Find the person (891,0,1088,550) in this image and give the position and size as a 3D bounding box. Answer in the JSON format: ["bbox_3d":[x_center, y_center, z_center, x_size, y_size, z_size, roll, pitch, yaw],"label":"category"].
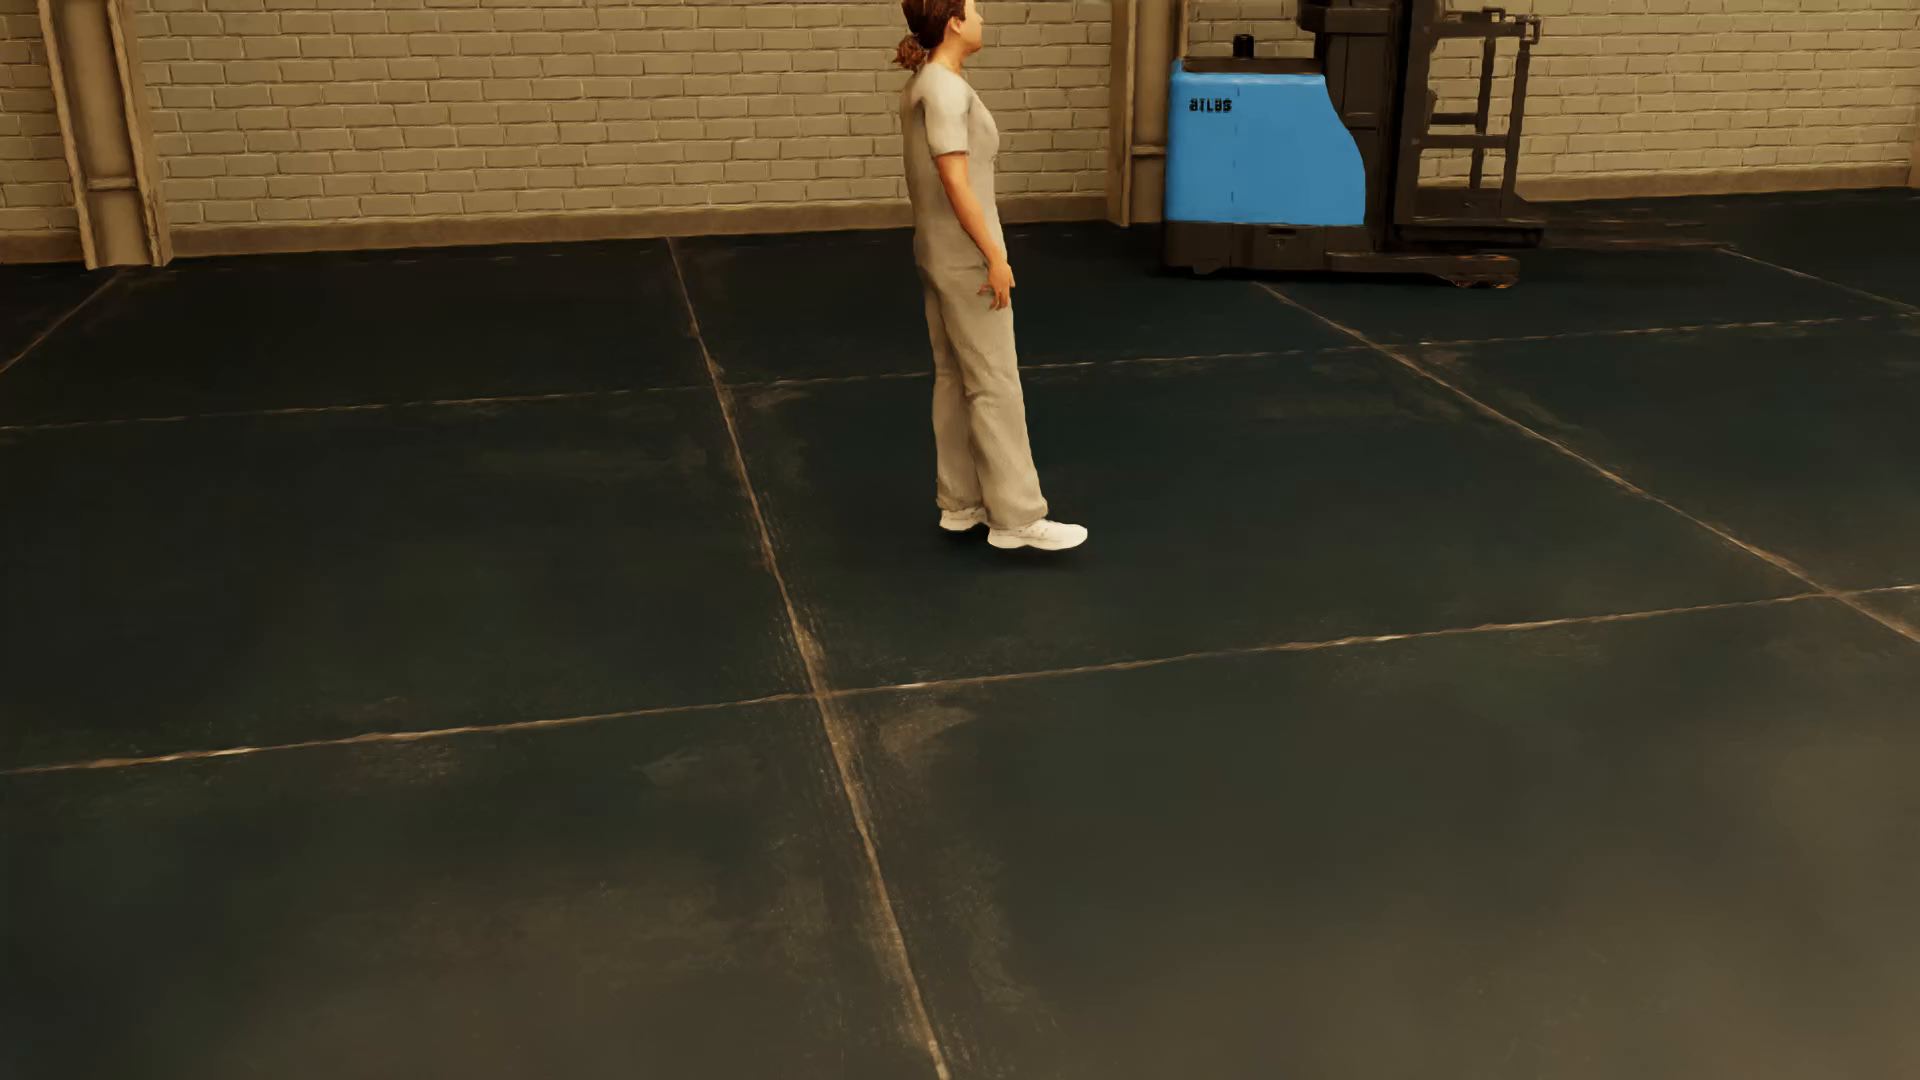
[{"bbox_3d":[0.074,-0.827,4.985,0.549,1.673,0.550,-5,21,-12],"label":"person"}]

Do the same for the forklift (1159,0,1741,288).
[{"bbox_3d":[2.641,-2.897,8.768,3.031,2.935,1.130,3,21,7],"label":"forklift"}]
